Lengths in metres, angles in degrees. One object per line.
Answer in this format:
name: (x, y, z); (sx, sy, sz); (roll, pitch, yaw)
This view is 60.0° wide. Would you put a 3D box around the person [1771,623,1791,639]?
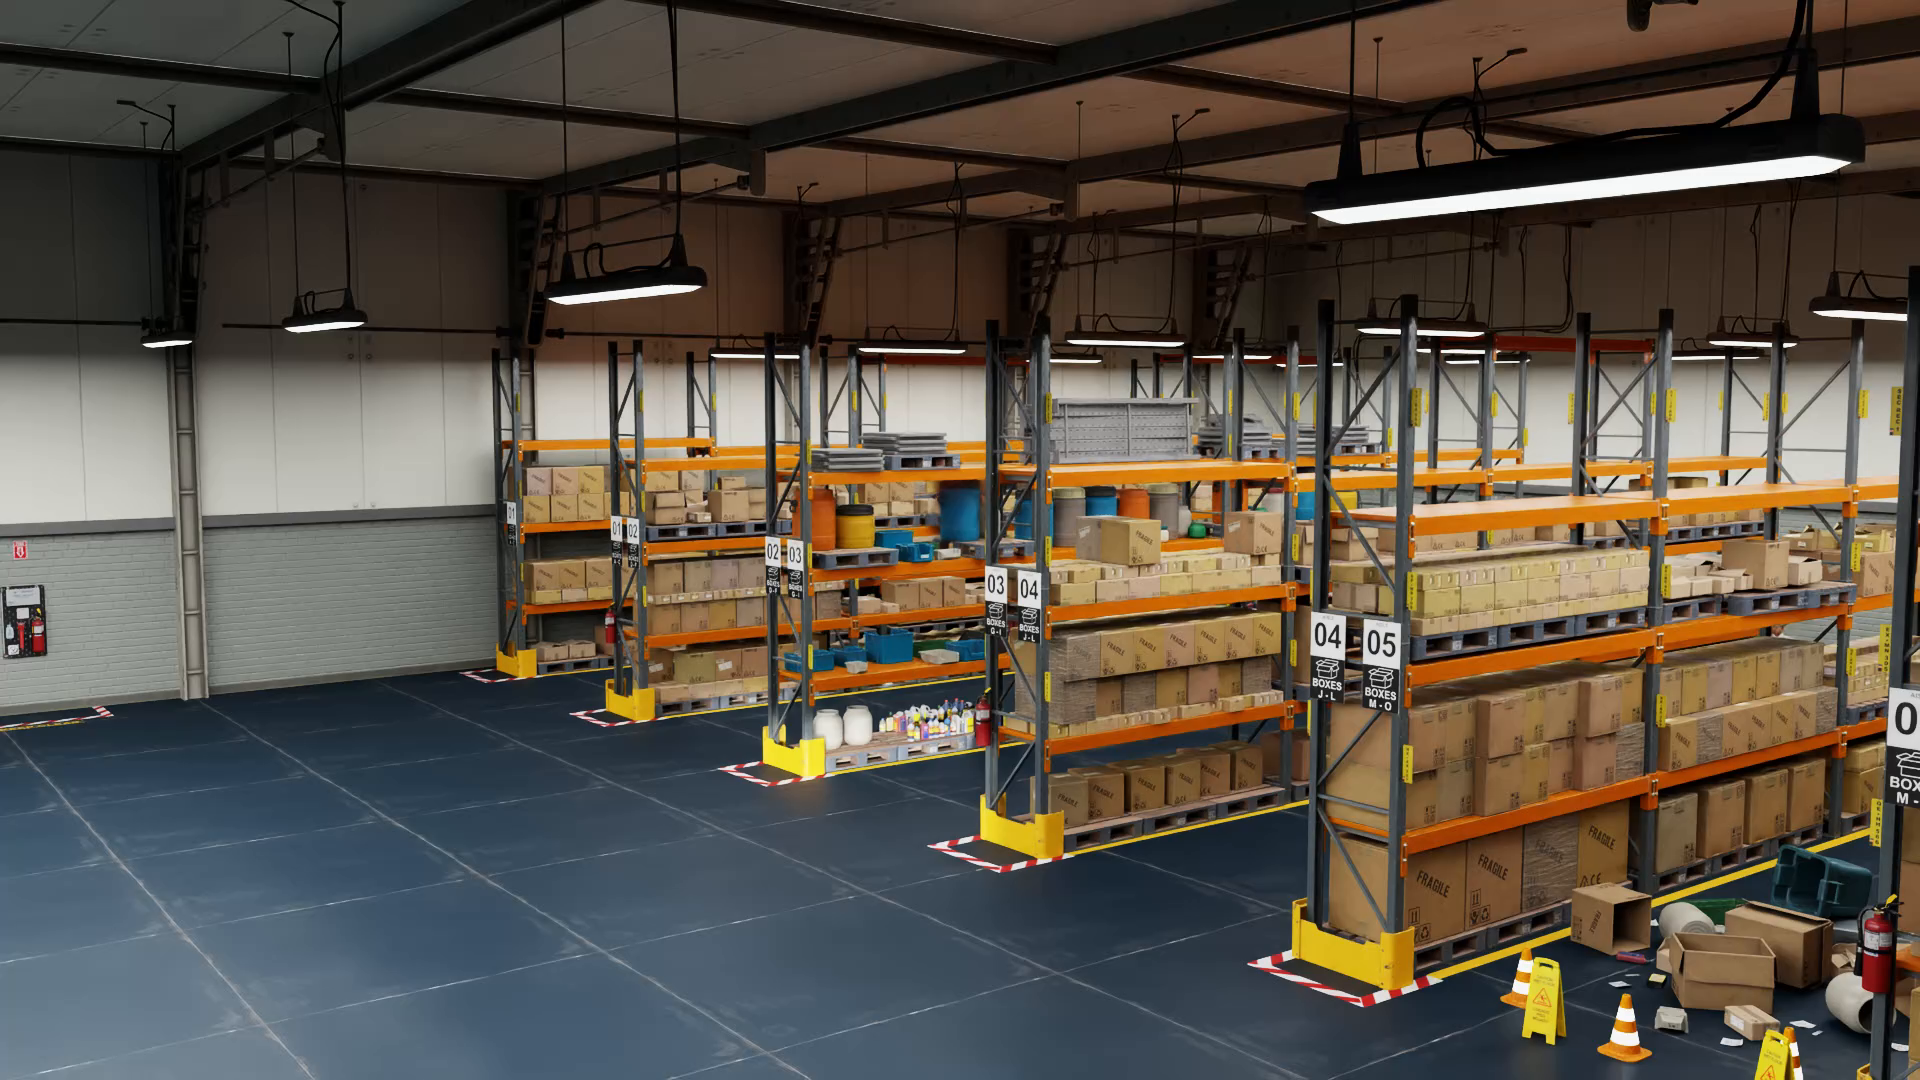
person: (12.842, 2.030, 26.192); (1.034, 1.609, 0.544); (-3, 6, -34)
